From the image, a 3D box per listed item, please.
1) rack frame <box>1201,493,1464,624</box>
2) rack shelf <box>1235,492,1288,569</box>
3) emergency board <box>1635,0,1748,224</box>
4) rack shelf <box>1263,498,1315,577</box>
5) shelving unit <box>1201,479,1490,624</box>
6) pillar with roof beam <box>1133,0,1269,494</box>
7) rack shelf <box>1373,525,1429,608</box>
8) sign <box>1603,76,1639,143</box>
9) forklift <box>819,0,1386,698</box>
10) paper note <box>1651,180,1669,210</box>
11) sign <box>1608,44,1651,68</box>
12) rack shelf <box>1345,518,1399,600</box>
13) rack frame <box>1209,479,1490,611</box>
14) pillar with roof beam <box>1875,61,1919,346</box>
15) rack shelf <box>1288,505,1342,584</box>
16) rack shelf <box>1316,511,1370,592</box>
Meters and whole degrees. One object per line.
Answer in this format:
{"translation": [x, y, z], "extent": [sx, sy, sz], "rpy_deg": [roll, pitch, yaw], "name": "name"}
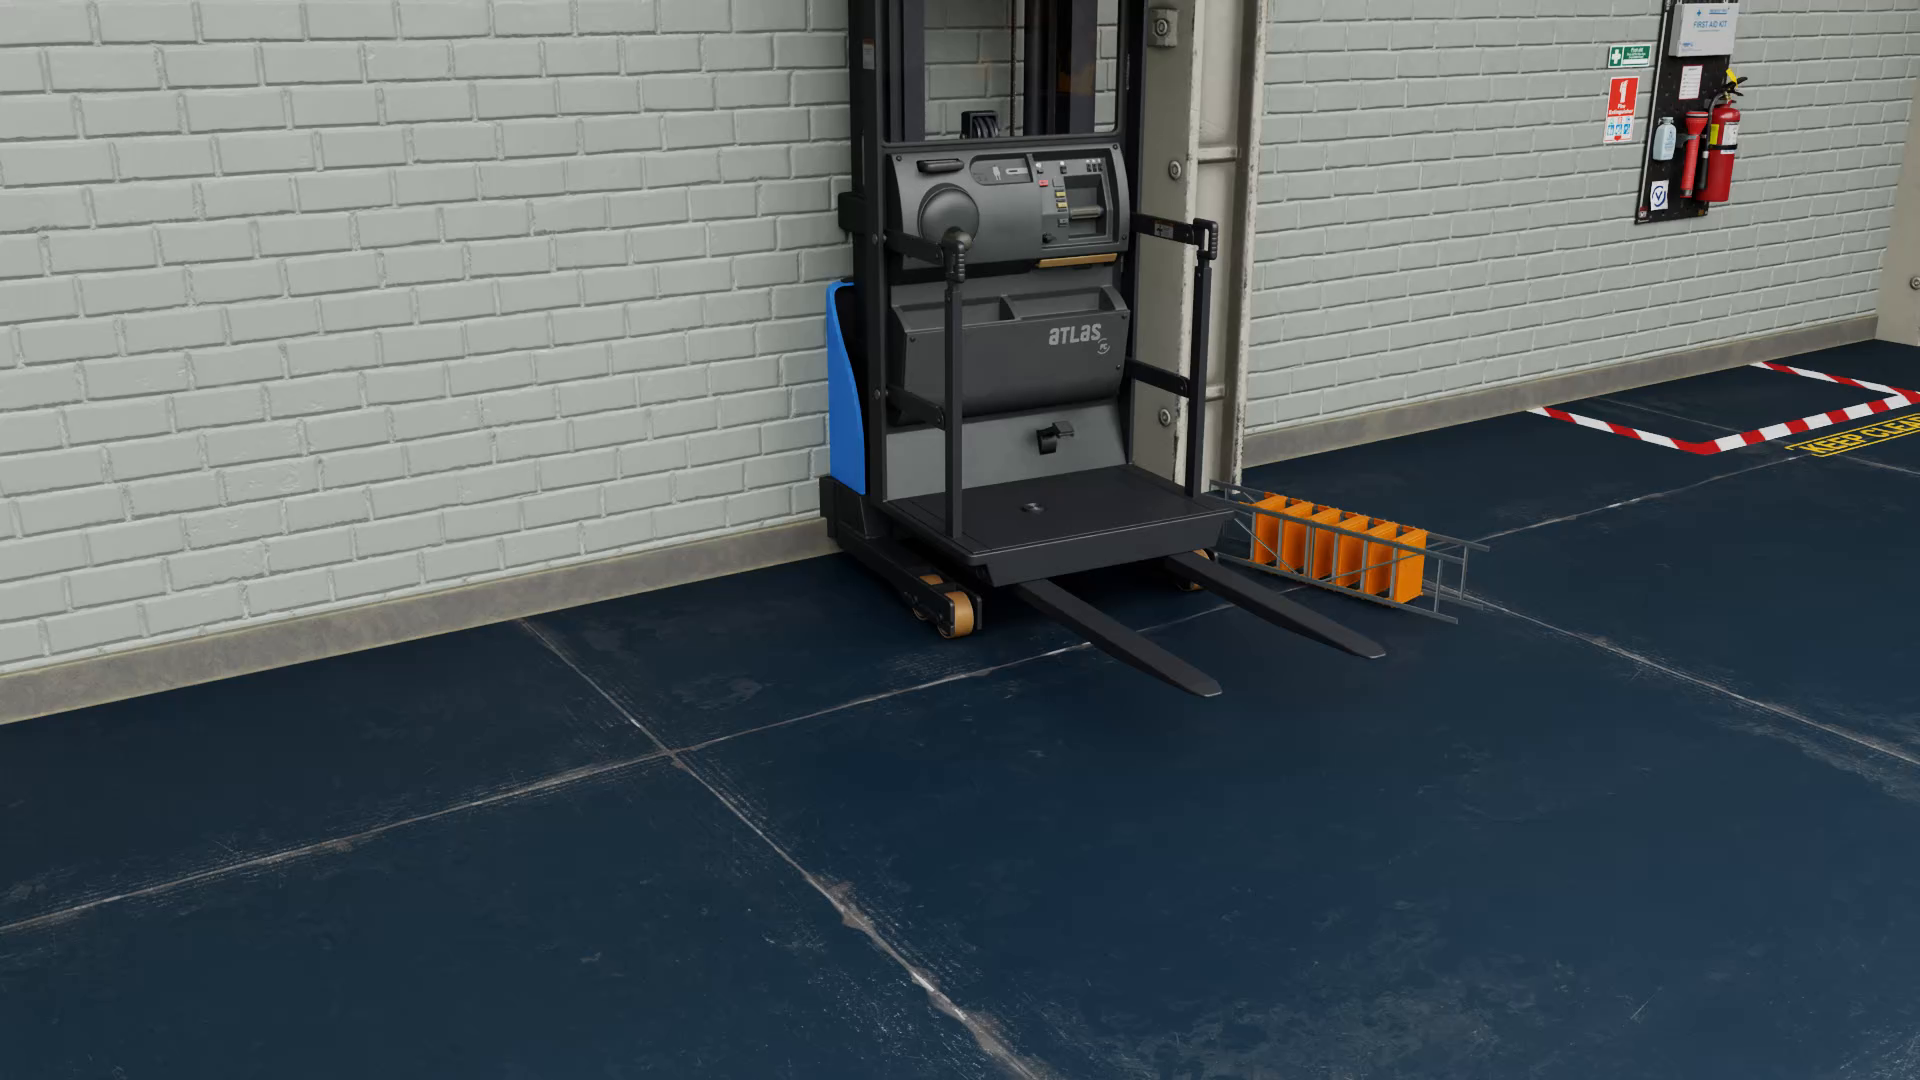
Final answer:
{"translation": [1.301, 0.046, 6.150], "extent": [1.200, 0.240, 0.006], "rpy_deg": [17, 25, 41], "name": "rack frame"}
{"translation": [1.160, -0.039, 6.399], "extent": [0.103, 0.258, 0.180], "rpy_deg": [17, 25, 41], "name": "rack shelf"}
{"translation": [3.926, -2.272, 8.781], "extent": [0.643, 1.169, 0.194], "rpy_deg": [-12, 22, -31], "name": "emergency board"}
{"translation": [1.246, -0.012, 6.320], "extent": [0.103, 0.258, 0.180], "rpy_deg": [17, 25, 41], "name": "rack shelf"}
{"translation": [1.364, 0.025, 6.212], "extent": [1.200, 0.258, 0.189], "rpy_deg": [17, 25, 41], "name": "shelving unit"}
{"translation": [3.367, -3.330, 2.545], "extent": [0.400, 9.000, 9.100], "rpy_deg": [-12, 22, -31], "name": "pillar with roof beam"}
{"translation": [1.591, 0.095, 6.004], "extent": [0.103, 0.258, 0.180], "rpy_deg": [17, 25, 41], "name": "rack shelf"}
{"translation": [3.407, -2.219, 8.568], "extent": [0.234, 0.329, 0.001], "rpy_deg": [-12, 22, -31], "name": "sign"}
{"translation": [0.292, -1.211, 5.749], "extent": [1.130, 2.935, 3.031], "rpy_deg": [-10, 21, -26], "name": "forklift"}
{"translation": [3.740, -1.842, 8.884], "extent": [0.142, 0.148, 0.016], "rpy_deg": [-12, 22, -31], "name": "paper note"}
{"translation": [3.416, -2.468, 8.479], "extent": [0.331, 0.109, 0.001], "rpy_deg": [-12, 22, -31], "name": "sign"}
{"translation": [1.505, 0.069, 6.083], "extent": [0.103, 0.258, 0.180], "rpy_deg": [17, 25, 41], "name": "rack shelf"}
{"translation": [1.428, 0.004, 6.274], "extent": [1.200, 0.240, 0.006], "rpy_deg": [17, 25, 41], "name": "rack frame"}
{"translation": [8.379, -4.387, 5.671], "extent": [0.400, 9.000, 9.100], "rpy_deg": [-12, 22, -31], "name": "pillar with roof beam"}
{"translation": [1.332, 0.015, 6.241], "extent": [0.103, 0.258, 0.180], "rpy_deg": [17, 25, 41], "name": "rack shelf"}
{"translation": [1.418, 0.042, 6.162], "extent": [0.103, 0.258, 0.180], "rpy_deg": [17, 25, 41], "name": "rack shelf"}
